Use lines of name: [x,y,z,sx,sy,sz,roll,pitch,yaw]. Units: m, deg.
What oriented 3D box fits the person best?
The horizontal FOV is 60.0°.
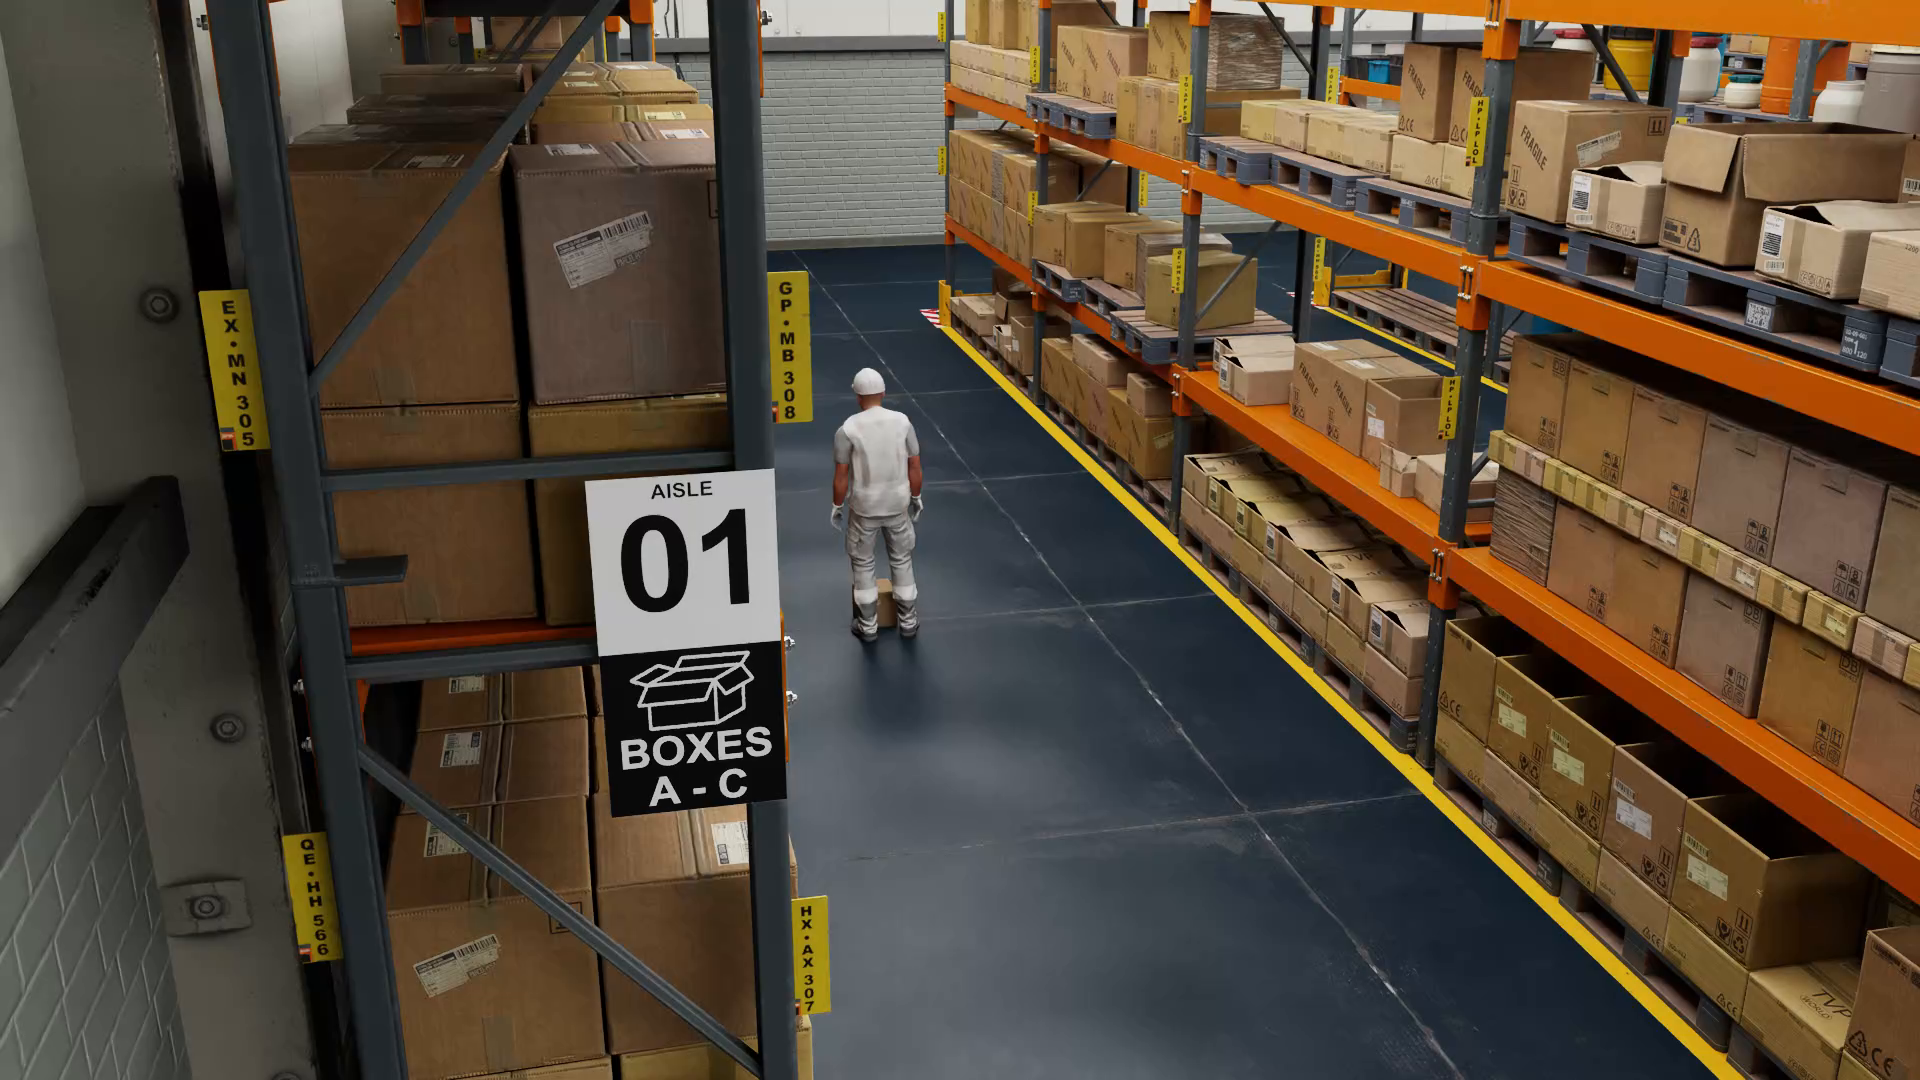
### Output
person: [-0.533,-0.219,10.668,0.618,1.779,0.452,-6,20,-16]
